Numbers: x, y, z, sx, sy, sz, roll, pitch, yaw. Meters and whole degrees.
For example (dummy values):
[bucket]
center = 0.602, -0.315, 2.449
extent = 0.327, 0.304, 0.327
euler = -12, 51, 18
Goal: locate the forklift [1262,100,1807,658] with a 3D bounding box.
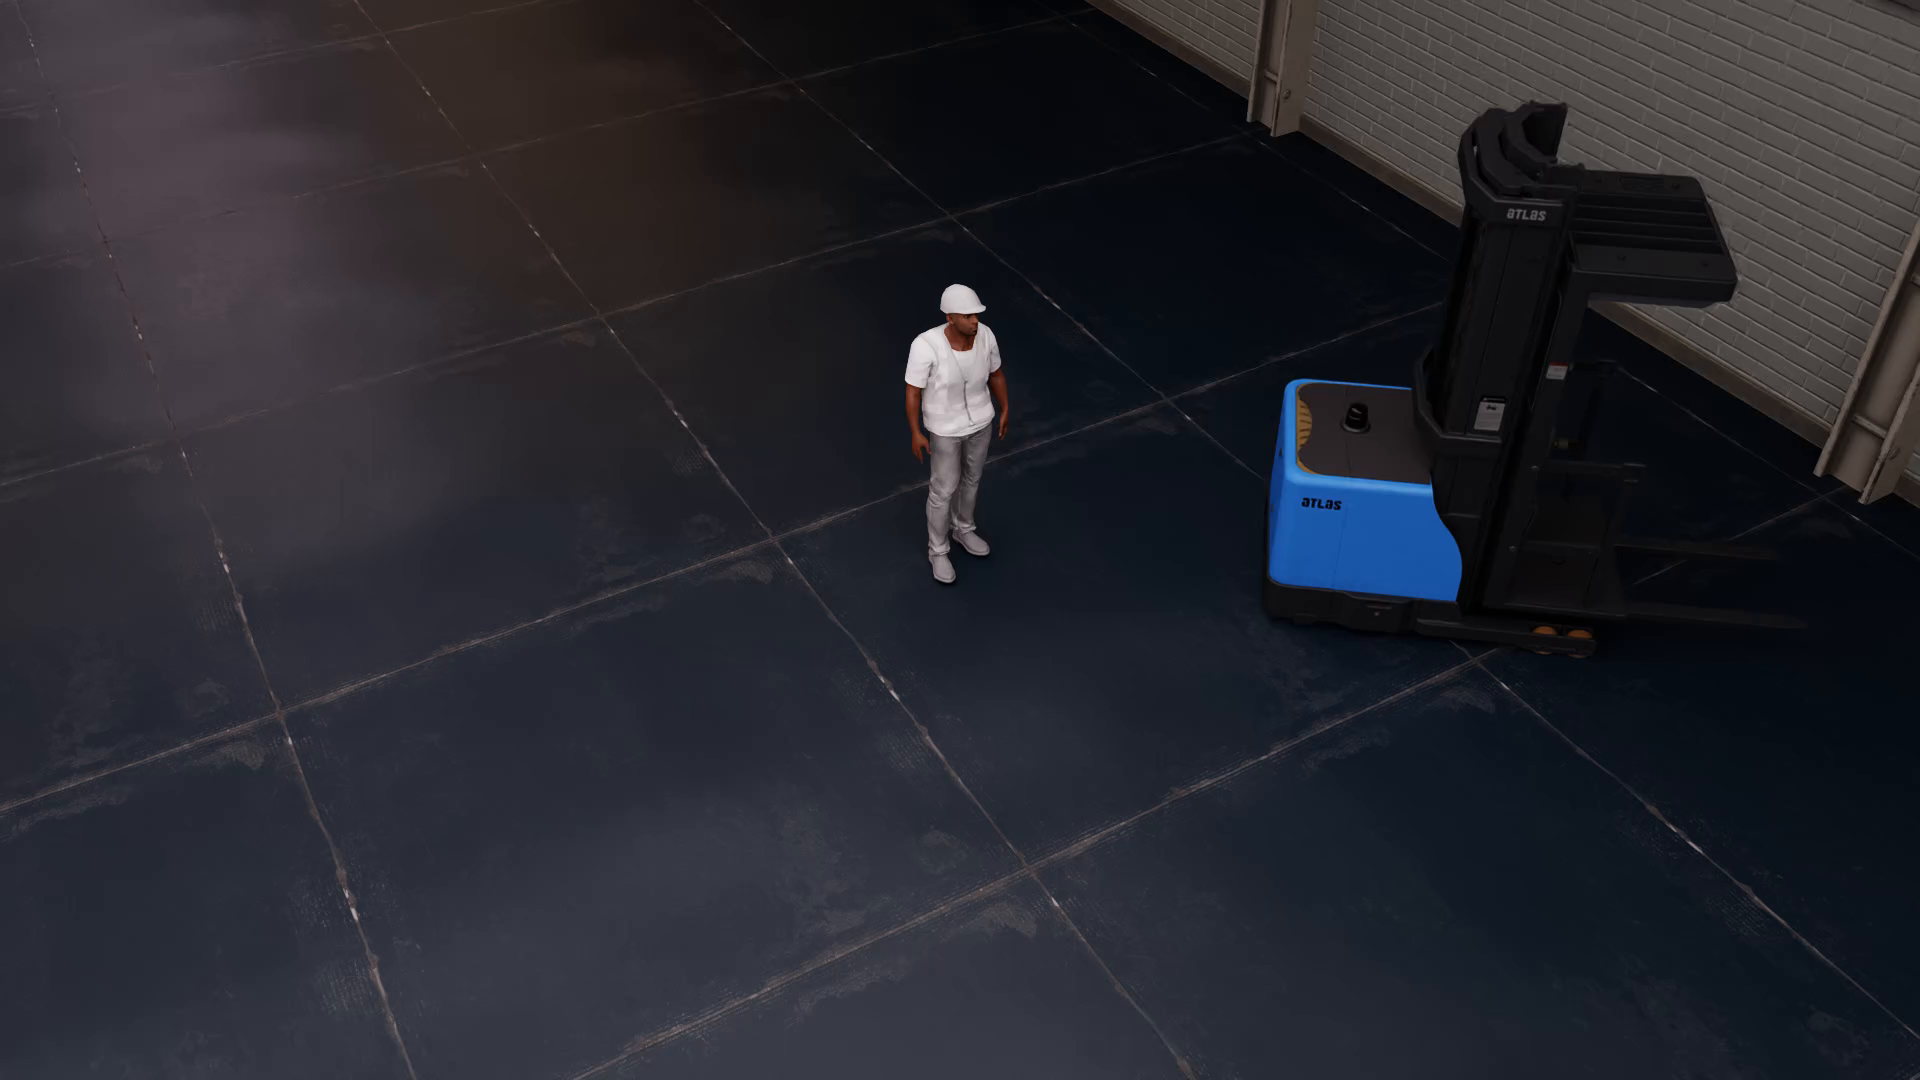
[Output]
[forklift]
center = 3.334, -0.818, 9.022
extent = 3.031, 2.935, 1.130
euler = 6, 40, 7

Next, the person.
[person]
center = 0.031, -0.645, 9.715
extent = 0.666, 1.768, 0.575
euler = -20, 44, -23
